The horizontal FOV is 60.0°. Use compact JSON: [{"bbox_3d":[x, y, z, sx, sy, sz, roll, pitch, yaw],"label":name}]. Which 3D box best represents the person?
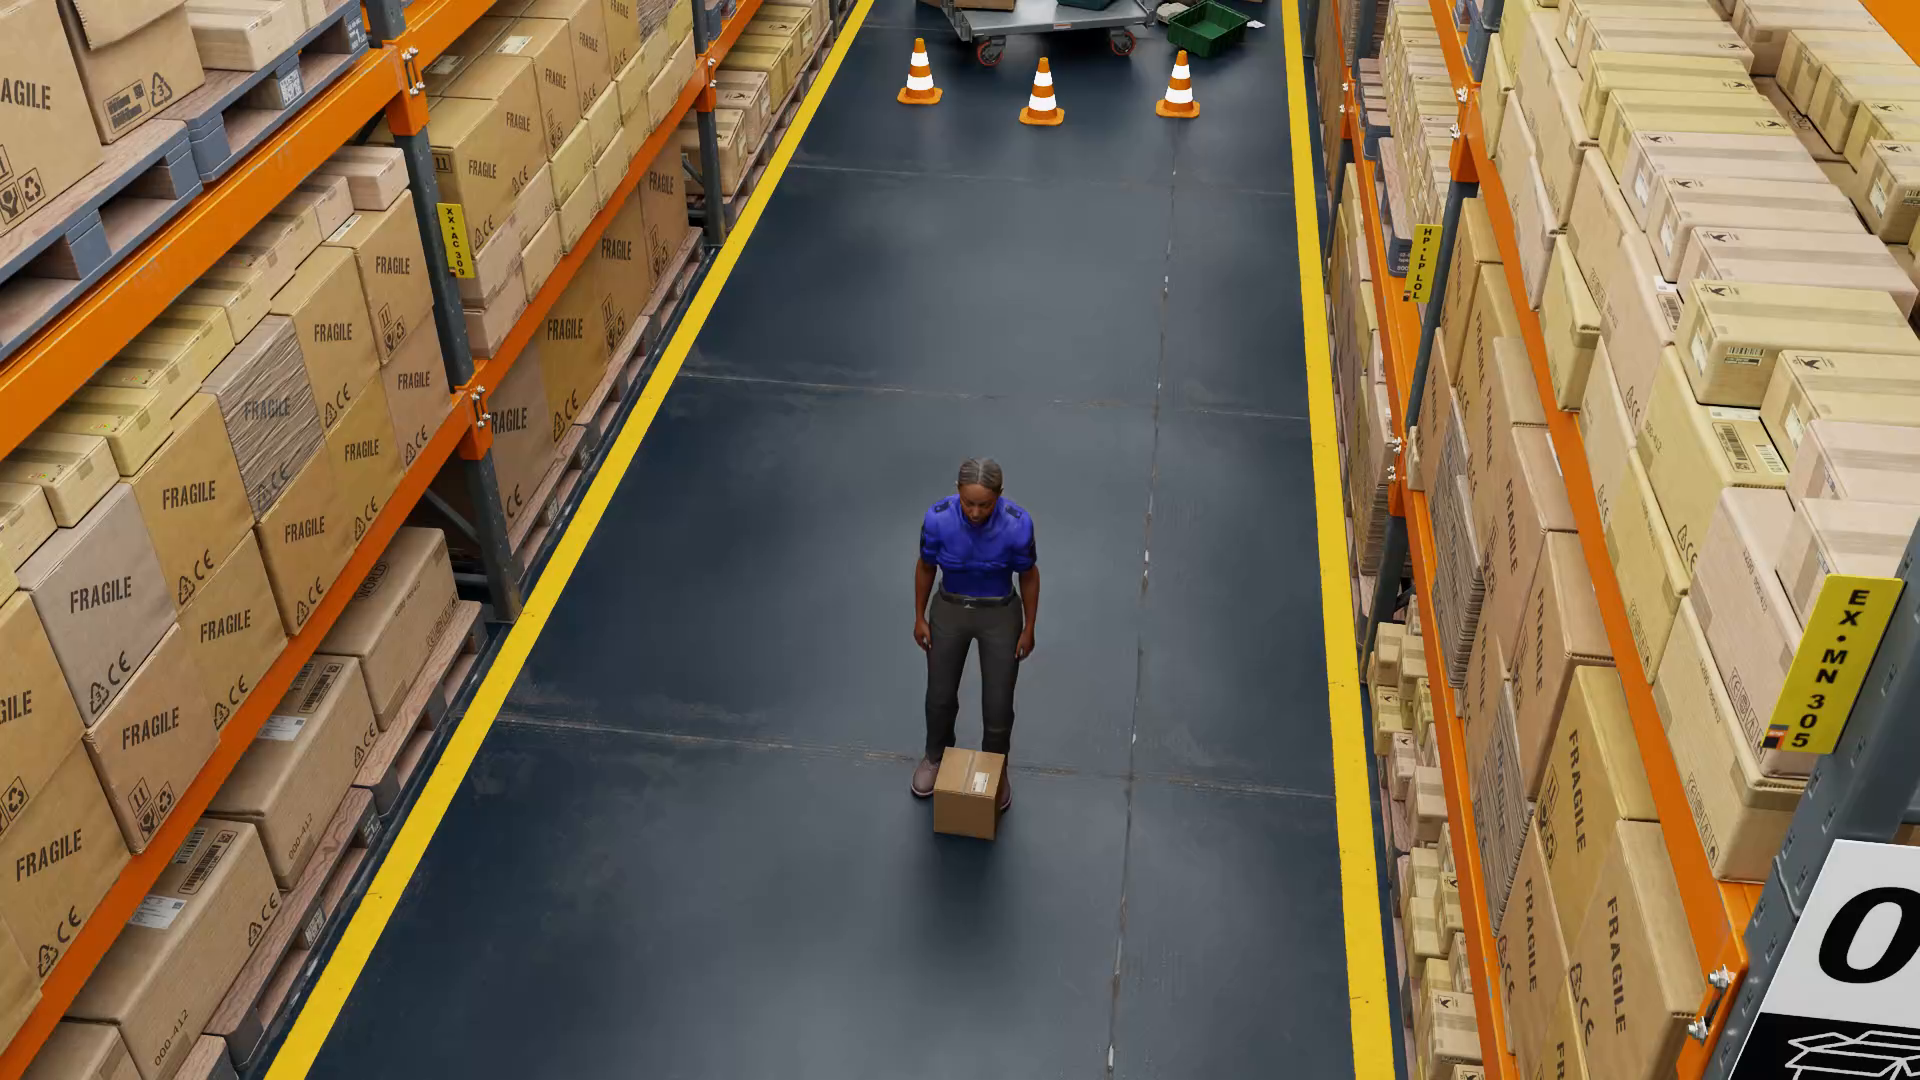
[{"bbox_3d":[0.053,0.345,6.573,0.503,1.654,0.397,4,37,6],"label":"person"}]
